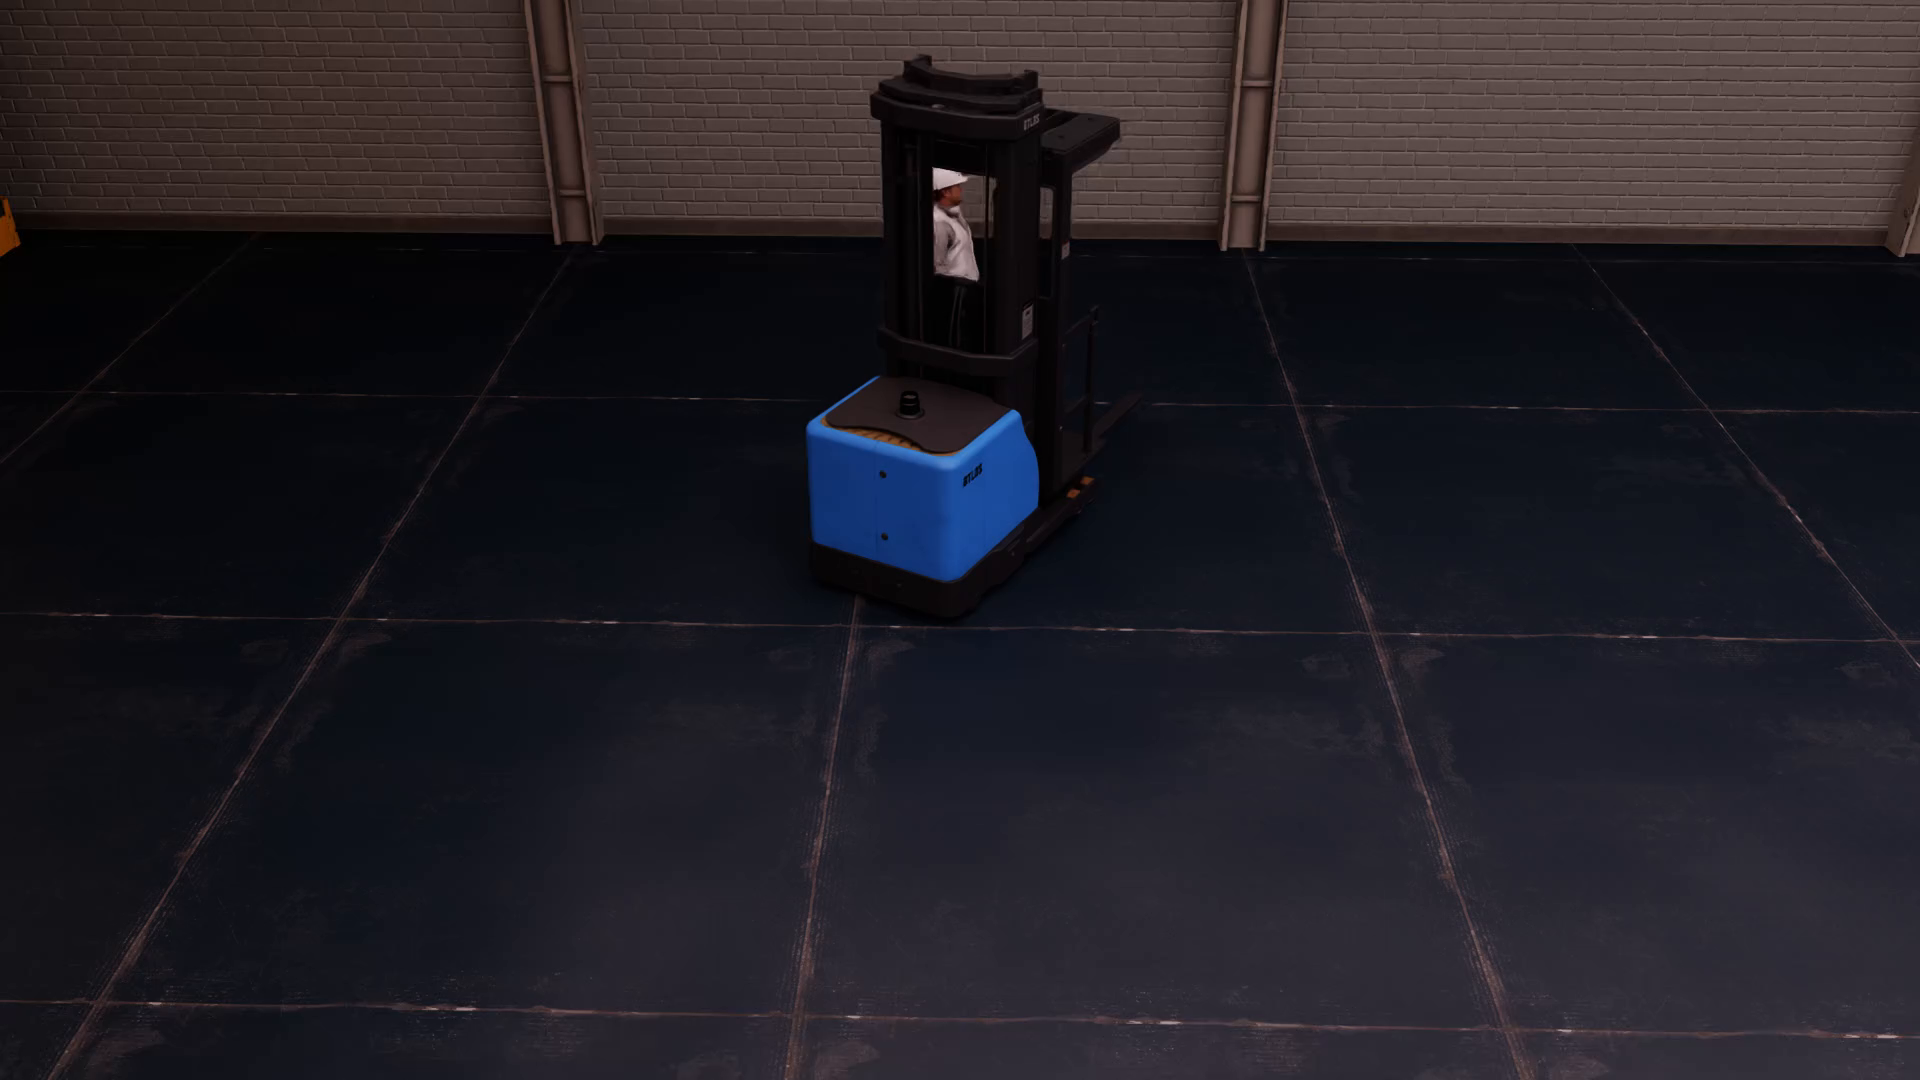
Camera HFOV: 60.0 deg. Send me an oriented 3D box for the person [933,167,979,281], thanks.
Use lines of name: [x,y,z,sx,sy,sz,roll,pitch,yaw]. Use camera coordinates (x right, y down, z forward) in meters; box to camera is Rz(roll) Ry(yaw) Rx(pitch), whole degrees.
person: [0.044,-1.782,11.718,0.593,1.759,0.663,4,31,8]

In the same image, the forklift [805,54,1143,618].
forklift: [0.262,-1.531,10.211,1.130,2.935,3.031,16,34,25]
